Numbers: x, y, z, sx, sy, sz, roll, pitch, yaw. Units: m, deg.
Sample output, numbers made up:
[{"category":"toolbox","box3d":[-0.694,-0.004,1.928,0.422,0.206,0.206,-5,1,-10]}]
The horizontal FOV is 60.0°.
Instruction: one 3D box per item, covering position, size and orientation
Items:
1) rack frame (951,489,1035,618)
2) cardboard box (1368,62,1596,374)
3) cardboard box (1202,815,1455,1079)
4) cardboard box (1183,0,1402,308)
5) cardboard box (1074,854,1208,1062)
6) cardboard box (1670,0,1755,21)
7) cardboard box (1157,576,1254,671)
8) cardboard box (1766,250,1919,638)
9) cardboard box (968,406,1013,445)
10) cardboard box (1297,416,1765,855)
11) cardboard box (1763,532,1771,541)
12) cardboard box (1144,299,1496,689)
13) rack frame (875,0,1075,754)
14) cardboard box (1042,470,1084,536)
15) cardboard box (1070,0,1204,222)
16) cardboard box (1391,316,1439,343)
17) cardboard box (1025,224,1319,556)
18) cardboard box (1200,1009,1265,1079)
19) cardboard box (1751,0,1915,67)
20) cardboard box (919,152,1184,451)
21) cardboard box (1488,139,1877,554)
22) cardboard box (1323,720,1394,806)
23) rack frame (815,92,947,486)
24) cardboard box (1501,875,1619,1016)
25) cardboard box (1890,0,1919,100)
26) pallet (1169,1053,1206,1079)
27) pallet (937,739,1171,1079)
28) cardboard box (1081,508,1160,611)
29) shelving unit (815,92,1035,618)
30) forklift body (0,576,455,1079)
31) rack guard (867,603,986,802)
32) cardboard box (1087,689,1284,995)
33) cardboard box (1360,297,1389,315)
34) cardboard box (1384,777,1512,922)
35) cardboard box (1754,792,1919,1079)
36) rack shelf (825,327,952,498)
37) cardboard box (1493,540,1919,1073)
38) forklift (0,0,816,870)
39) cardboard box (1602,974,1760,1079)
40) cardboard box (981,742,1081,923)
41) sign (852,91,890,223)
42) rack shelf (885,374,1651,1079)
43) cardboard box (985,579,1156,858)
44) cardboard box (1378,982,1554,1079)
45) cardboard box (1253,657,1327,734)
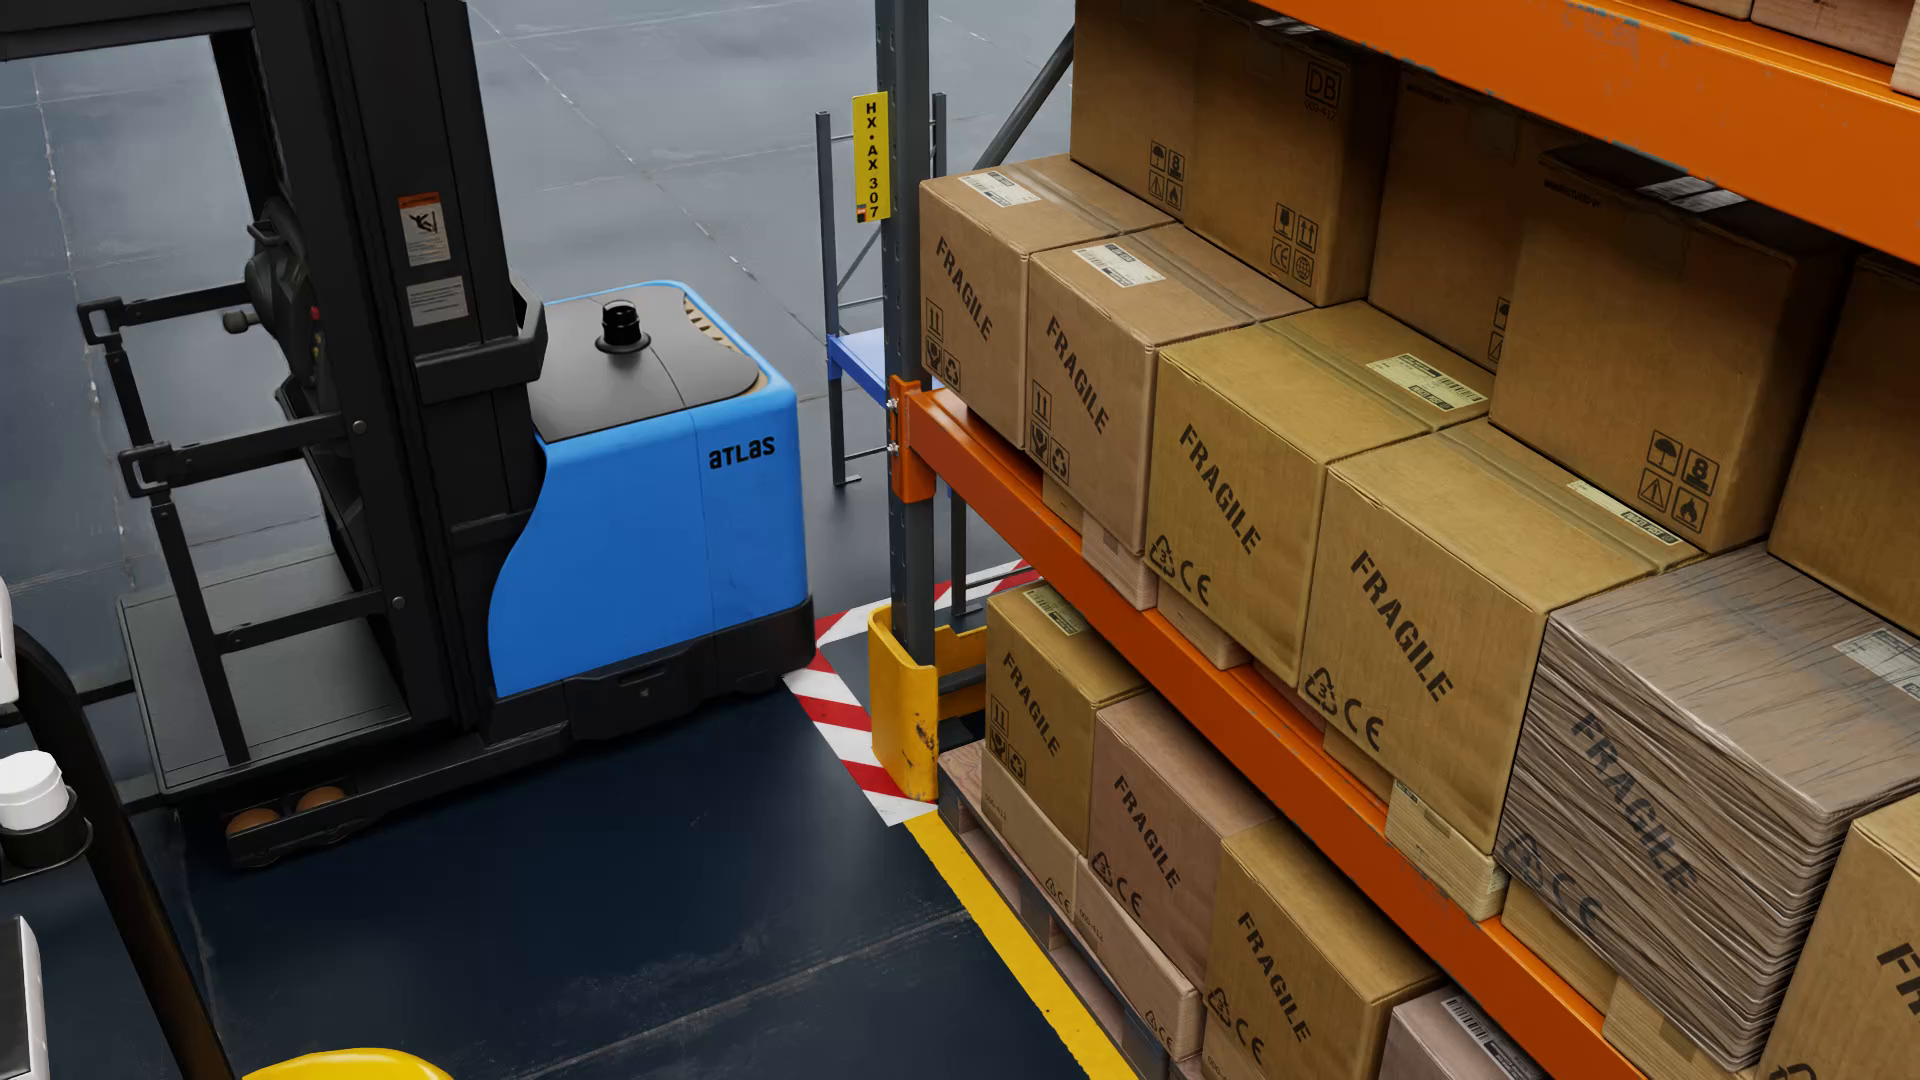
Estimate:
[{"category":"rack frame","box3d":[0.197,-0.430,5.530,0.500,1.500,0.032,-16,36,-23]},{"category":"cardboard box","box3d":[1.252,-0.664,3.211,0.700,0.500,0.500,-16,36,-24]},{"category":"cardboard box","box3d":[0.880,0.895,3.537,0.500,0.500,0.500,-15,36,-22]},{"category":"cardboard box","box3d":[0.923,-0.882,3.551,0.700,0.500,0.500,-16,36,-23]},{"category":"cardboard box","box3d":[0.626,0.955,4.138,0.500,0.250,0.500,-15,35,-21]},{"category":"cardboard box","box3d":[1.074,-0.810,2.186,0.380,0.149,0.250,-16,36,-24]},{"category":"cardboard box","box3d":[0.648,0.106,3.537,0.380,0.149,0.250,-15,36,-22]},{"category":"cardboard box","box3d":[1.685,-0.166,2.433,0.700,0.500,0.500,-17,36,-24]},{"category":"cardboard box","box3d":[0.238,-0.406,4.336,0.380,0.149,0.250,-16,36,-23]},{"category":"cardboard box","box3d":[0.966,0.132,2.894,0.500,0.500,0.500,-17,36,-24]},{"category":"cardboard box","box3d":[1.439,0.023,3.065,0.500,0.500,0.500,-15,36,-23]},{"category":"cardboard box","box3d":[0.721,-0.108,3.270,0.500,0.500,0.500,-17,36,-24]},{"category":"rack frame","box3d":[0.263,-0.726,4.602,1.000,3.000,0.127,-16,36,-23]},{"category":"cardboard box","box3d":[0.420,-0.142,3.924,0.380,0.149,0.250,-17,36,-25]},{"category":"cardboard box","box3d":[0.694,-1.125,3.931,0.700,0.500,0.500,-17,36,-24]},{"category":"cardboard box","box3d":[1.219,-0.224,3.450,0.500,0.500,0.500,-16,36,-23]},{"category":"cardboard box","box3d":[0.483,-0.351,3.649,0.500,0.500,0.500,-15,35,-22]},{"category":"cardboard box","box3d":[0.891,1.212,3.737,0.500,0.250,0.500,-13,35,-20]},{"category":"cardboard box","box3d":[1.197,-0.688,1.995,0.380,0.149,0.250,-15,36,-22]},{"category":"cardboard box","box3d":[0.238,-0.597,4.034,0.500,0.500,0.500,-16,36,-24]},{"category":"cardboard box","box3d":[1.362,-0.391,2.785,0.700,0.500,0.500,-16,36,-23]},{"category":"cardboard box","box3d":[0.921,0.350,3.156,0.380,0.149,0.250,-17,36,-24]},{"category":"rack frame","box3d":[-0.277,-0.915,6.288,0.500,1.500,0.032,-16,36,-23]},{"category":"cardboard box","box3d":[1.139,0.598,2.768,0.380,0.149,0.250,-17,36,-24]},{"category":"cardboard box","box3d":[1.244,-0.543,1.769,0.380,0.149,0.250,-15,36,-22]},{"category":"pallet","box3d":[1.211,1.463,3.771,1.003,0.211,1.213,-16,36,-23]},{"category":"pallet","box3d":[0.646,0.881,4.679,1.003,0.211,1.213,-16,36,-23]},{"category":"cardboard box","box3d":[0.498,-0.009,3.717,0.380,0.149,0.250,-15,36,-22]},{"category":"shelving unit","box3d":[-0.040,-0.672,5.909,0.538,1.500,1.048,-16,36,-23]},{"category":"forklift body","box3d":[-1.629,1.328,2.184,2.313,2.155,1.214,-16,36,-23]},{"category":"rack guard","box3d":[0.298,0.363,5.220,1.175,0.500,0.348,-16,36,-23]},{"category":"cardboard box","box3d":[0.653,0.653,3.914,0.500,0.500,0.500,-17,36,-25]},{"category":"cardboard box","box3d":[0.989,-0.463,3.824,0.500,0.500,0.500,-16,36,-23]},{"category":"cardboard box","box3d":[0.987,0.485,2.946,0.380,0.149,0.250,-16,36,-23]},{"category":"cardboard box","box3d":[1.455,0.622,2.130,0.500,0.500,0.500,-15,35,-22]},{"category":"rack shelf","box3d":[-0.040,-0.521,6.006,0.538,0.185,1.000,-16,36,-23]},{"category":"cardboard box","box3d":[1.209,0.376,2.514,0.500,0.500,0.500,-15,36,-22]},{"category":"forklift","box3d":[-2.017,-0.621,4.502,3.031,2.935,1.130,-17,36,-24]},{"category":"cardboard box","box3d":[1.232,0.728,2.566,0.380,0.149,0.250,-16,36,-24]},{"category":"cardboard box","box3d":[0.394,0.710,4.521,0.500,0.250,0.500,-16,36,-23]},{"category":"sign","box3d":[-0.217,-0.954,4.156,0.100,0.325,0.005,-16,36,-23]},{"category":"rack shelf","box3d":[1.195,0.531,3.307,1.077,0.370,4.000,-16,36,-23]},{"category":"cardboard box","box3d":[0.406,0.405,4.302,0.500,0.500,0.500,-17,36,-25]},{"category":"cardboard box","box3d":[1.137,1.148,3.142,0.500,0.500,0.500,-14,35,-21]},{"category":"cardboard box","box3d":[0.825,0.217,3.364,0.380,0.149,0.250,-15,35,-22]}]
